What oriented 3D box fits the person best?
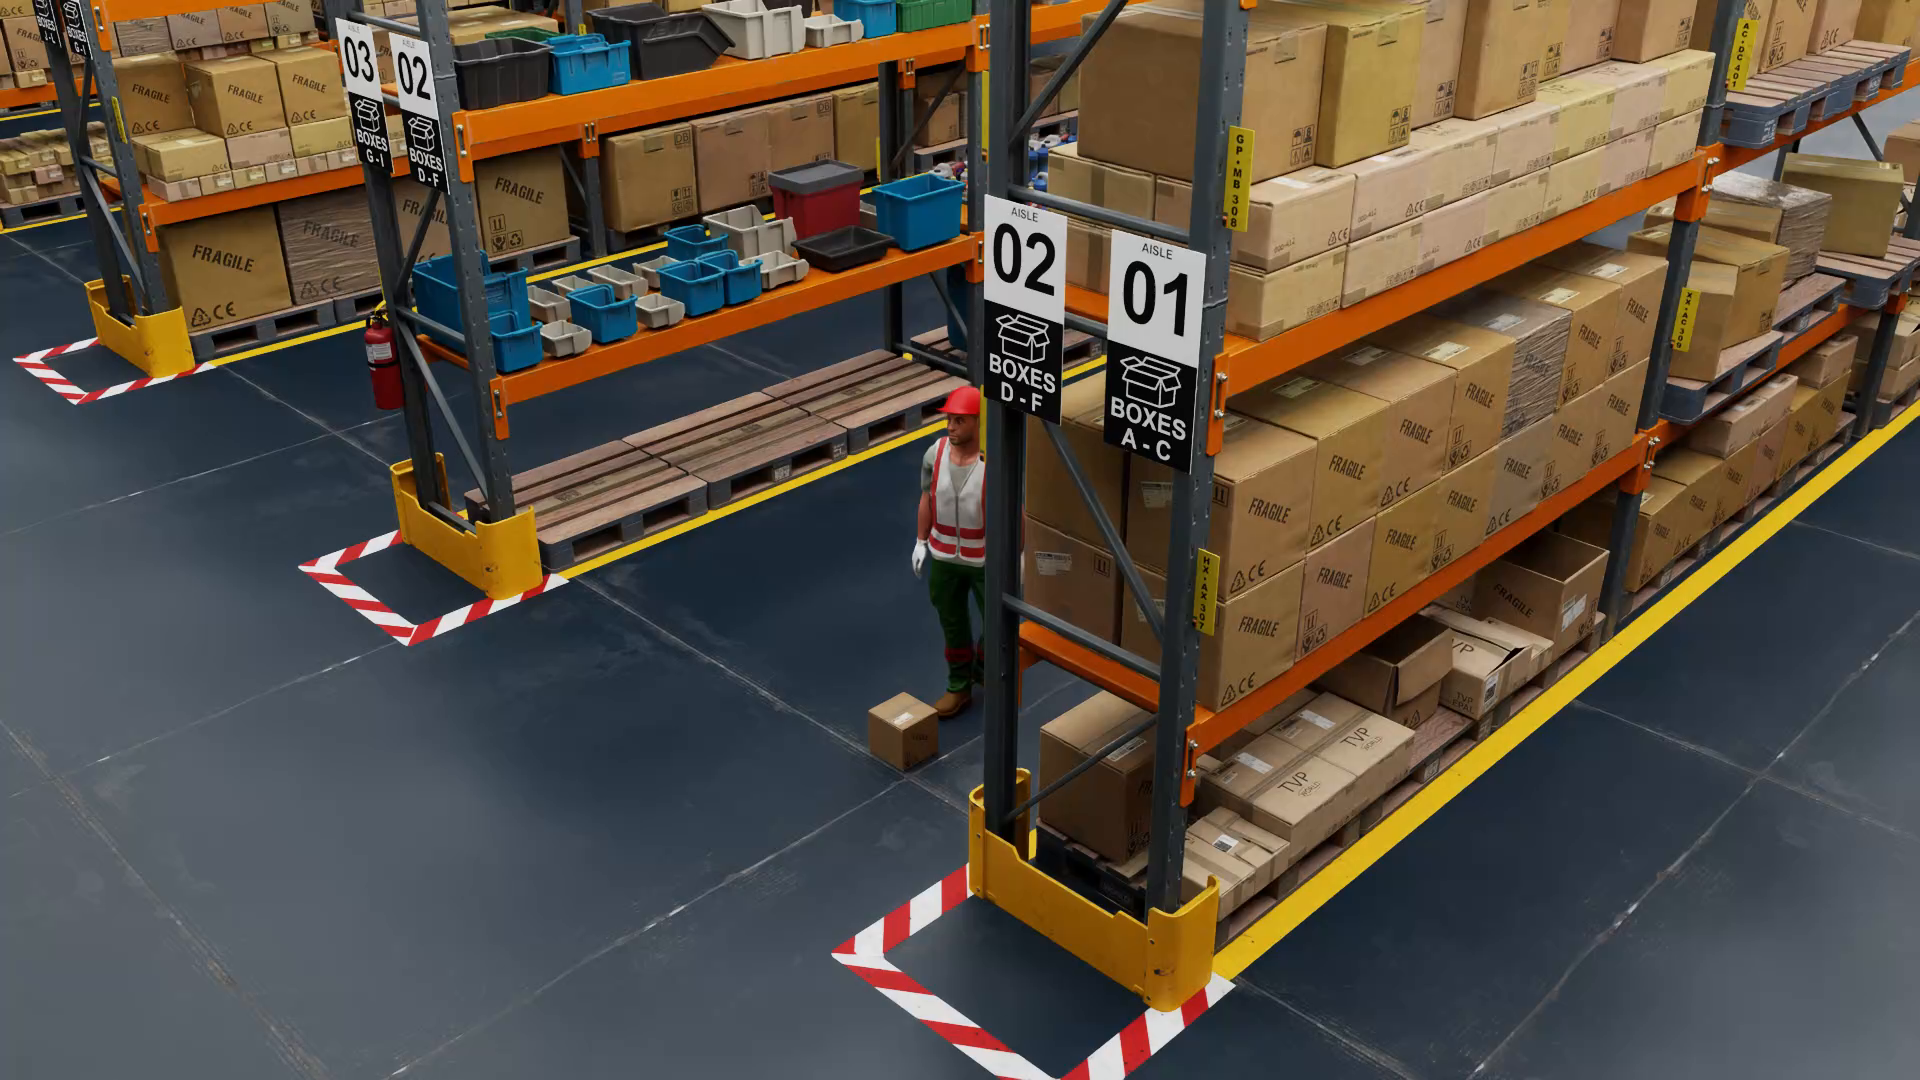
[{"bbox_3d":[0.044,0.084,8.396,0.638,1.791,0.375,10,29,18],"label":"person"}]
